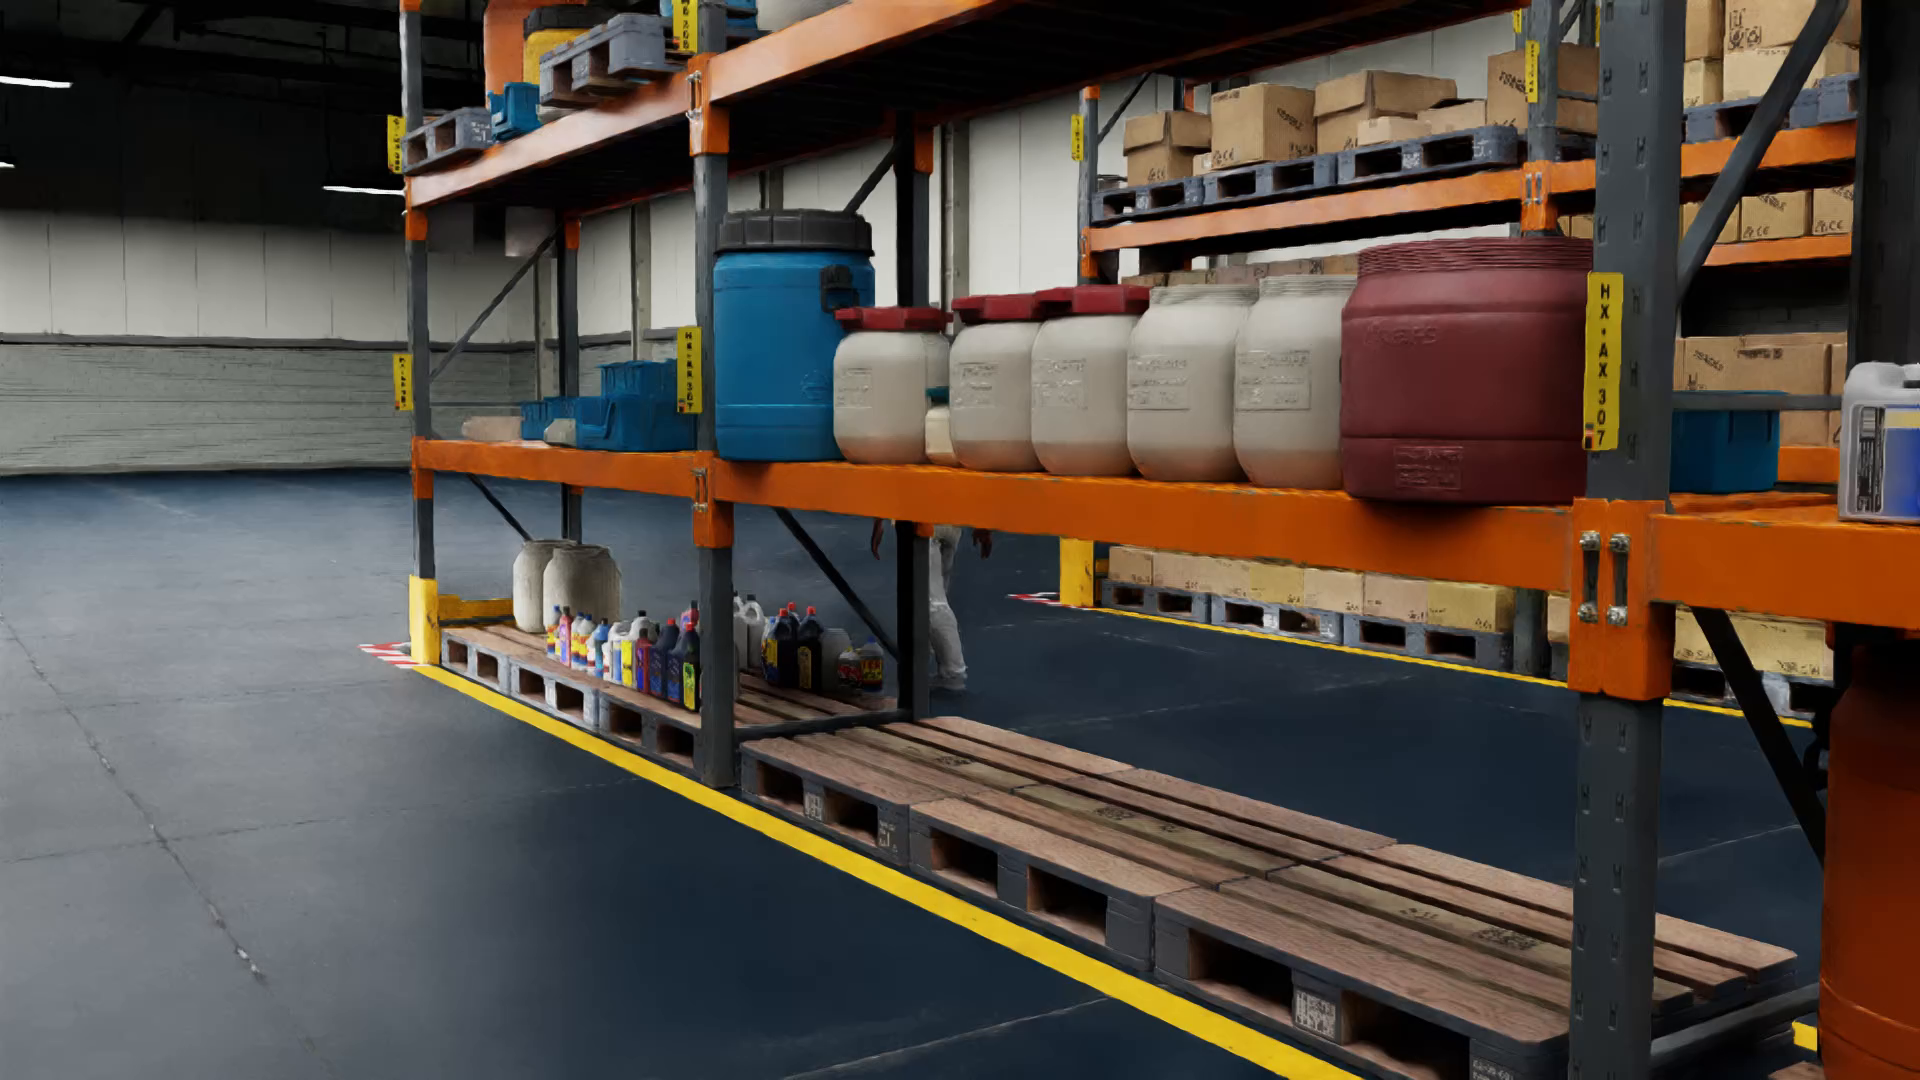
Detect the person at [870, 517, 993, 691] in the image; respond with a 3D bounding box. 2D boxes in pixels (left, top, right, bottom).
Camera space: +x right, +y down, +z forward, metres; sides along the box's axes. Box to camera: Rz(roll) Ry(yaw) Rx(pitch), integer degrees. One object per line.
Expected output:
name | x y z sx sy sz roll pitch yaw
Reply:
person | -0.210 -0.092 8.879 0.593 1.725 0.955 -3 5 -32
